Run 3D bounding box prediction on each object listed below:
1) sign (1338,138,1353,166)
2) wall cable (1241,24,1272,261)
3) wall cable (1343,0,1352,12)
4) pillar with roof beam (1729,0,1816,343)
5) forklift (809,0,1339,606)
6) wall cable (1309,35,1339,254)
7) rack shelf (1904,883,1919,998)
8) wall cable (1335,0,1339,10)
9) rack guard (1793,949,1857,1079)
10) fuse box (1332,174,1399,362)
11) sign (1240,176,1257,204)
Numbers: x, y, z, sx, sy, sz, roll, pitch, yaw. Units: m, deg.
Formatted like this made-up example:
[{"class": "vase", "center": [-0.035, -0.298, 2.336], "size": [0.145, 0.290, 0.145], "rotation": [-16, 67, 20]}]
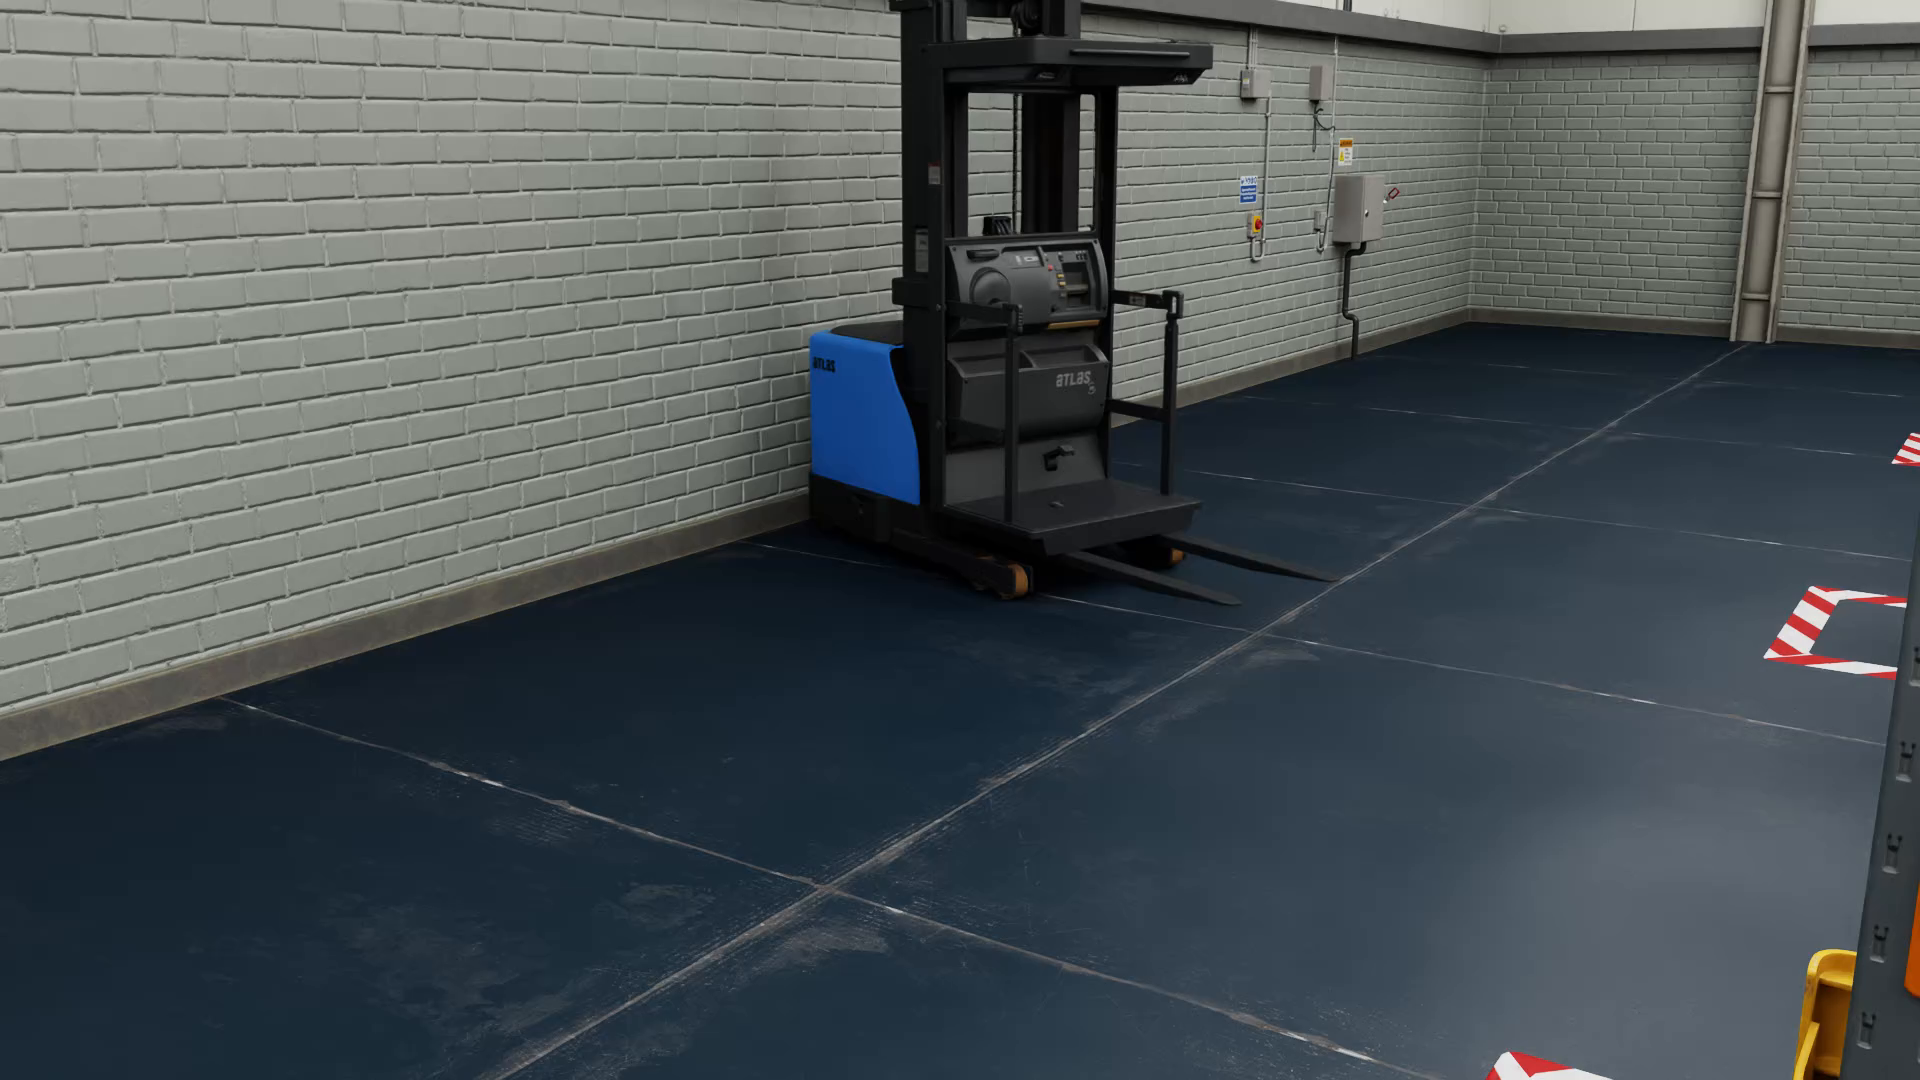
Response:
[{"class": "sign", "center": [3.523, -3.546, 15.187], "size": [0.001, 0.242, 0.339], "rotation": [9, 17, 33]}, {"class": "wall cable", "center": [2.432, -3.238, 13.480], "size": [0.123, 1.953, 0.585], "rotation": [9, 17, 33]}, {"class": "wall cable", "center": [4.255, -6.315, 15.527], "size": [0.133, 3.039, 2.988], "rotation": [9, 17, 33]}, {"class": "pillar with roof beam", "center": [5.755, -5.563, 12.568], "size": [0.400, 9.000, 9.100], "rotation": [9, 17, 33]}, {"class": "forklift", "center": [0.469, -1.278, 7.888], "size": [1.130, 2.935, 3.031], "rotation": [-10, 17, -36]}, {"class": "wall cable", "center": [3.214, -3.507, 14.633], "size": [0.122, 1.984, 0.588], "rotation": [9, 17, 33]}, {"class": "rack shelf", "center": [3.253, 0.616, 1.591], "size": [4.000, 0.370, 1.077], "rotation": [9, 17, 33]}, {"class": "wall cable", "center": [2.669, -5.746, 13.308], "size": [0.029, 3.000, 2.355], "rotation": [9, 17, 33]}, {"class": "rack guard", "center": [1.574, 1.208, 2.901], "size": [0.348, 0.500, 1.175], "rotation": [9, 17, 33]}, {"class": "fuse box", "center": [3.726, -2.503, 15.374], "size": [0.414, 1.711, 0.539], "rotation": [9, 17, 33]}, {"class": "sign", "center": [2.355, -2.859, 13.568], "size": [0.001, 0.218, 0.327], "rotation": [9, 17, 33]}]
